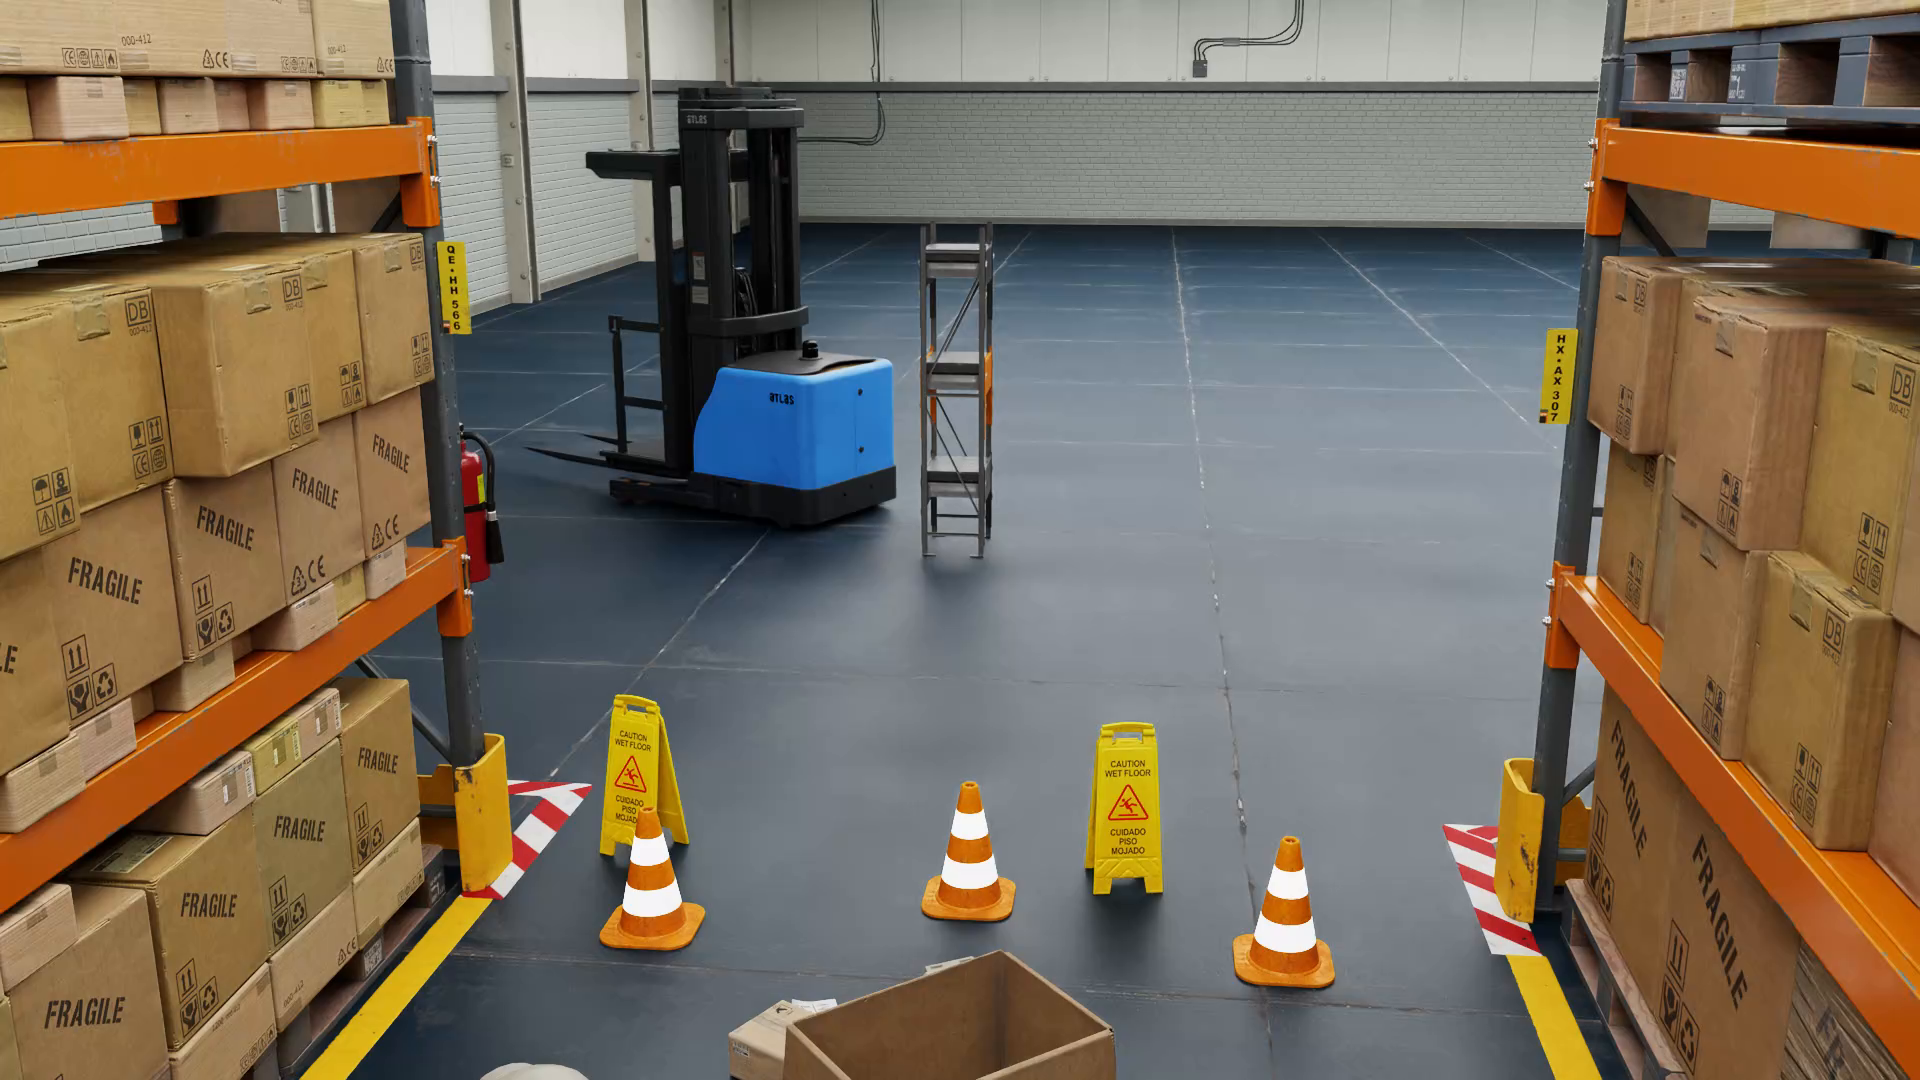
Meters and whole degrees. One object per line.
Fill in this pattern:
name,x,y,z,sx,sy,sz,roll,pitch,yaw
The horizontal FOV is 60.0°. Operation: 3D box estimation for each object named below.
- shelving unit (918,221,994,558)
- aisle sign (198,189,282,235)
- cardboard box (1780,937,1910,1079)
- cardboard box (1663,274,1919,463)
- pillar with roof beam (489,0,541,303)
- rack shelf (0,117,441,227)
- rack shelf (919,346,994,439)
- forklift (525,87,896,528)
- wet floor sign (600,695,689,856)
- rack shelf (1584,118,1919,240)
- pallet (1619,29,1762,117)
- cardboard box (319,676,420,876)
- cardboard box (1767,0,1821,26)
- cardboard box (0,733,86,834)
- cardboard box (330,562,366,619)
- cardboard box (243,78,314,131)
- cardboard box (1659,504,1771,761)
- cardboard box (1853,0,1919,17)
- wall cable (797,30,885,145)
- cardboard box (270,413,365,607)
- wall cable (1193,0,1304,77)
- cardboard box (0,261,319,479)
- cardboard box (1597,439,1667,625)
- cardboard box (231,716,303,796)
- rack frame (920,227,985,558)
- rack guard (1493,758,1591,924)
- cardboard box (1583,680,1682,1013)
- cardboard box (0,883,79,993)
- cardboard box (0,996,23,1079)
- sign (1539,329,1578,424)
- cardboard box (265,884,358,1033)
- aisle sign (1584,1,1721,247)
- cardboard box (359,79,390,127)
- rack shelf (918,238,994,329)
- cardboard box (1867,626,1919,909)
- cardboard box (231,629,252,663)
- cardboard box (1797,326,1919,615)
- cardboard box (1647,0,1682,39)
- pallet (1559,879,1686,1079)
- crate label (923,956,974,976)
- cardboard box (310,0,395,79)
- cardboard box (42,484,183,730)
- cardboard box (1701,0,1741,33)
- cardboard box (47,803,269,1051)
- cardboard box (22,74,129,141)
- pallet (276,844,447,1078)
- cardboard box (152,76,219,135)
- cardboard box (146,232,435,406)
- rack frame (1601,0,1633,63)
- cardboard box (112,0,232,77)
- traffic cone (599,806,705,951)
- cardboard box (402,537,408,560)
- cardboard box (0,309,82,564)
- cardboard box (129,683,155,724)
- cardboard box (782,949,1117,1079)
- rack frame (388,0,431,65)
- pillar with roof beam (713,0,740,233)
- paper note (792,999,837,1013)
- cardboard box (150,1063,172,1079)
shelving unit,-0.019,-0.971,10.729,0.431,2.100,0.503,2,15,6
aisle sign,-2.642,-1.482,5.917,0.394,0.787,0.004,2,15,6
cardboard box,2.376,1.383,3.568,0.875,0.875,0.875,2,15,7
cardboard box,2.538,-0.436,4.671,0.875,0.550,0.550,2,15,6
pillar with roof beam,-1.939,-7.631,22.144,9.100,9.000,0.400,2,15,6
rack shelf,-2.567,-0.784,3.947,1.077,0.370,4.000,2,15,6
rack shelf,-0.019,-0.957,10.733,0.431,0.518,0.480,2,15,6
forklift,-1.964,-1.774,12.106,3.031,2.935,1.130,10,18,33
wet floor sign,-1.256,0.917,6.536,0.267,0.644,0.232,7,17,25
rack shelf,2.363,-0.665,3.505,1.077,0.370,4.000,2,15,6
pallet,2.516,-1.295,4.629,1.003,0.211,1.213,2,15,6
cardboard box,-2.172,0.776,5.573,0.500,0.500,0.500,2,15,7
cardboard box,2.089,-1.254,3.790,0.380,0.149,0.250,2,15,6
cardboard box,-2.284,0.553,3.853,0.380,0.149,0.250,2,15,7
cardboard box,-2.139,0.157,5.316,0.380,0.149,0.250,1,15,5
cardboard box,-2.163,-1.295,4.939,0.380,0.149,0.250,2,15,8
cardboard box,2.364,0.227,4.287,0.875,0.550,0.550,2,15,6
cardboard box,2.032,-1.123,3.306,0.380,0.149,0.250,2,15,6
wall cable,-3.216,-10.096,37.210,3.097,2.526,0.112,2,15,6
cardboard box,-2.189,-0.115,5.081,0.500,0.500,0.500,2,15,6
wall cable,6.215,-12.953,35.311,2.305,6.003,0.169,2,15,6
cardboard box,-2.202,-0.471,4.482,0.700,0.500,0.500,2,15,6
cardboard box,2.592,-0.057,5.341,0.875,0.550,0.550,2,15,6
cardboard box,-2.178,0.625,4.888,0.380,0.149,0.250,2,15,7
rack frame,-0.046,-0.907,10.495,0.400,2.100,0.015,2,15,6
rack guard,2.592,1.118,6.071,1.175,0.500,0.348,2,15,6
cardboard box,2.578,0.918,5.286,0.875,0.875,0.875,2,15,7
cardboard box,-2.300,0.906,3.850,0.380,0.149,0.250,3,15,9
cardboard box,-2.409,1.314,3.584,0.500,0.500,0.500,2,15,9
sign,2.038,-0.557,5.664,0.100,0.325,0.005,2,15,6
cardboard box,-2.231,1.274,5.167,0.500,0.250,0.500,2,15,6
aisle sign,2.299,-1.365,5.483,0.394,0.787,0.004,2,15,6
cardboard box,-2.103,-1.428,5.432,0.380,0.149,0.250,2,15,7
rack shelf,-0.019,-1.633,10.550,0.431,0.518,0.480,2,15,6
cardboard box,2.385,0.506,3.255,0.875,0.550,0.550,2,15,6
cardboard box,-2.307,0.287,4.835,0.380,0.149,0.250,2,15,7
cardboard box,2.409,-0.153,3.627,0.875,0.550,0.500,2,15,6
cardboard box,2.204,-1.515,4.756,0.380,0.149,0.250,2,15,7
pallet,2.576,1.473,5.310,1.003,0.211,1.213,2,15,6
crate label,0.007,1.479,5.429,0.250,0.136,0.298,-6,16,-23
cardboard box,-2.131,-1.581,5.232,0.500,0.250,0.500,2,15,6
cardboard box,-2.325,0.145,4.118,0.500,0.500,0.500,2,15,7
cardboard box,2.147,-1.384,4.273,0.380,0.149,0.250,2,15,7
cardboard box,-2.292,1.042,4.589,0.500,0.500,0.500,1,15,5
cardboard box,-2.232,-1.029,3.954,0.380,0.149,0.250,2,15,6
pallet,-2.476,1.373,5.679,1.003,0.211,1.213,2,15,6
cardboard box,-2.238,-1.165,4.459,0.380,0.149,0.250,2,15,6
cardboard box,-2.182,-0.738,5.467,0.700,0.500,0.500,1,15,5
rack frame,2.589,-2.979,4.938,1.000,3.000,0.127,2,15,6
cardboard box,-2.243,-1.316,4.252,0.500,0.250,0.500,2,15,8
traffic cone,-1.108,1.172,5.942,0.336,0.463,0.334,2,15,6
cardboard box,-2.171,0.022,5.814,0.380,0.149,0.250,2,15,8
cardboard box,-2.364,-0.208,3.509,0.700,0.500,0.500,1,15,5
cardboard box,-2.362,0.418,4.350,0.380,0.149,0.250,2,15,6
cardboard box,-0.024,1.533,4.529,0.797,0.503,0.637,-10,18,-32
rack frame,-2.341,-3.098,5.380,1.000,3.000,0.127,2,15,6
pillar with roof beam,-0.585,-10.743,33.654,9.100,9.000,0.400,2,15,6
paper note,-0.470,1.535,5.427,0.148,0.019,0.142,-4,16,-13
cardboard box,-2.351,1.538,4.190,0.500,0.250,0.500,1,15,6
